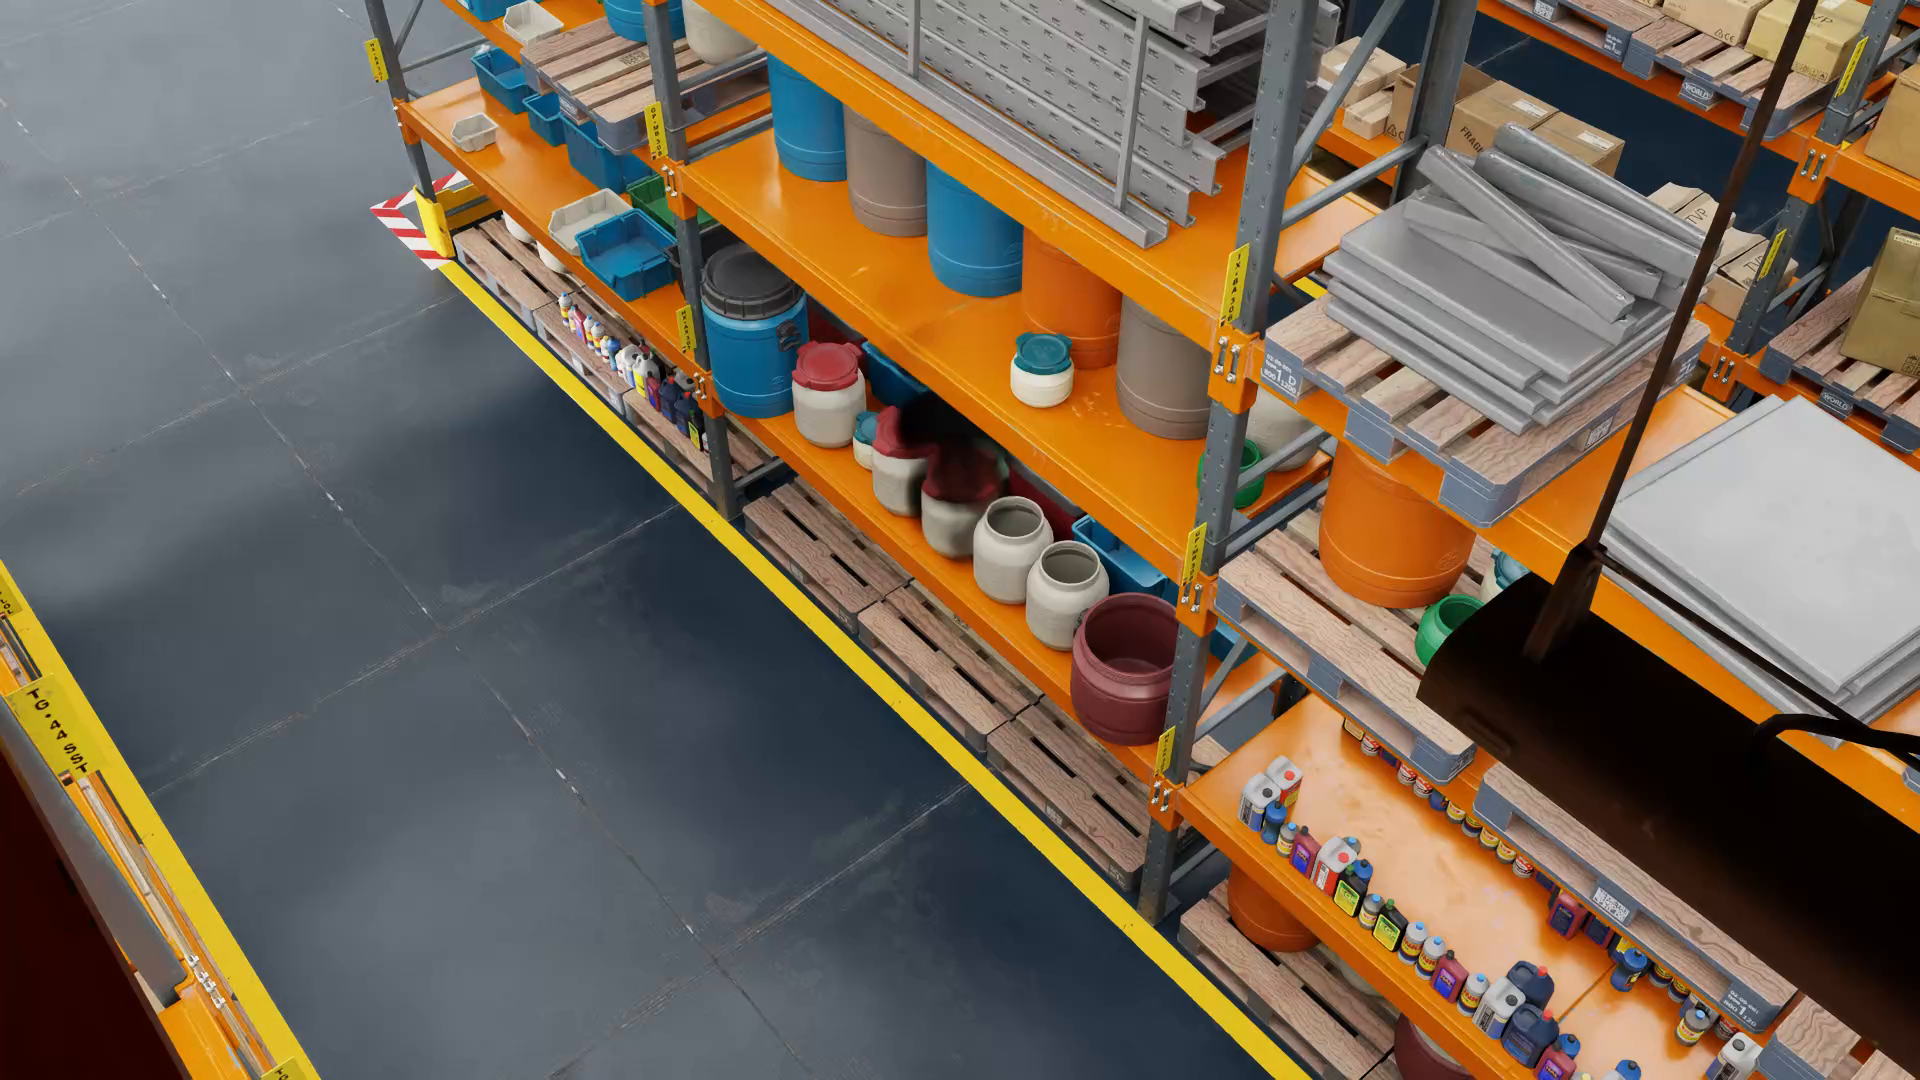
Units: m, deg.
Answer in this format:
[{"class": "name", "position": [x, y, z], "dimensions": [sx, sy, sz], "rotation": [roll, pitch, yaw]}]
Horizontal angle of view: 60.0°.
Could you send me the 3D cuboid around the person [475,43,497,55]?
[{"class": "person", "position": [-3.636, -4.047, 13.653], "dimensions": [0.563, 1.731, 0.691], "rotation": [7, 47, 6]}]
